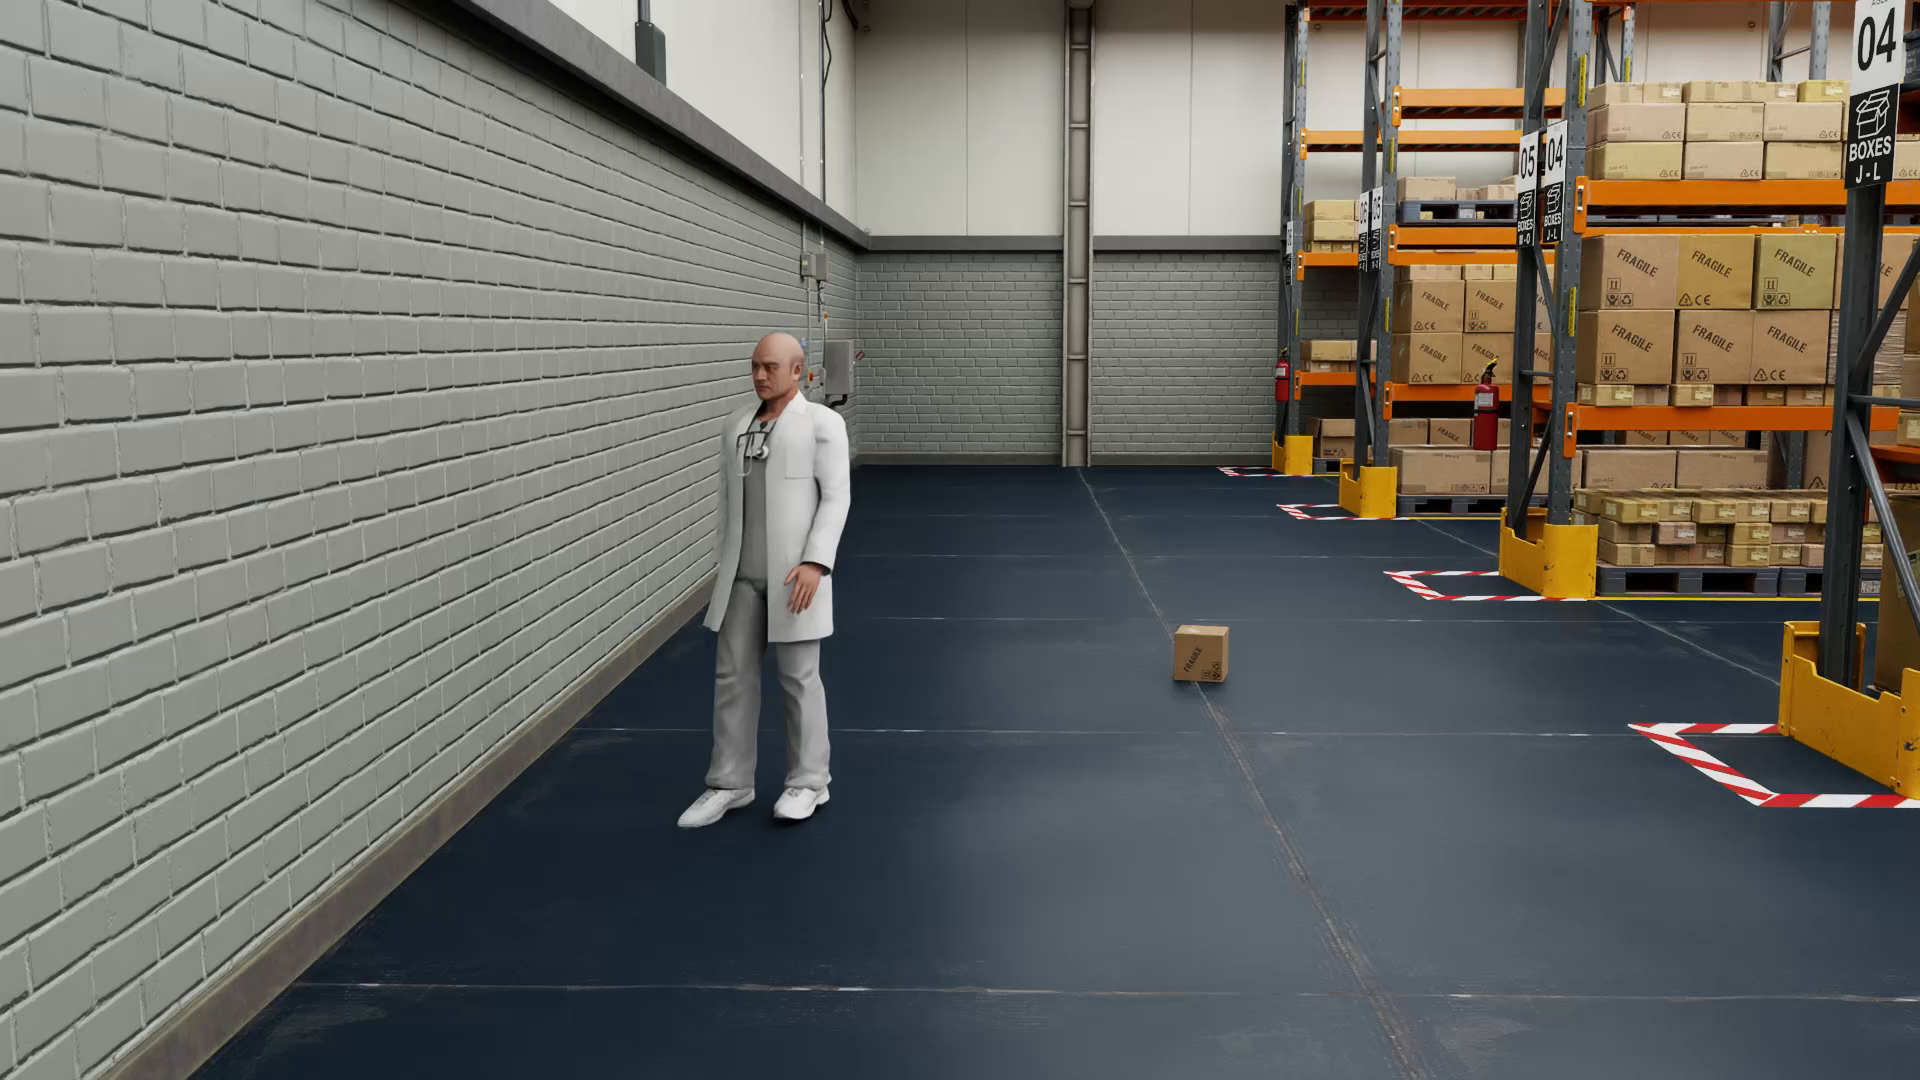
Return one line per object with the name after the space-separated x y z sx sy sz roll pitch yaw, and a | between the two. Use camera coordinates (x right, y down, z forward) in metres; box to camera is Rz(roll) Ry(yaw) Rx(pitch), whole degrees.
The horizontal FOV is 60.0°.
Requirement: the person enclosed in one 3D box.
-0.723 0.151 6.093 0.624 1.810 0.536 4 8 27 | person
